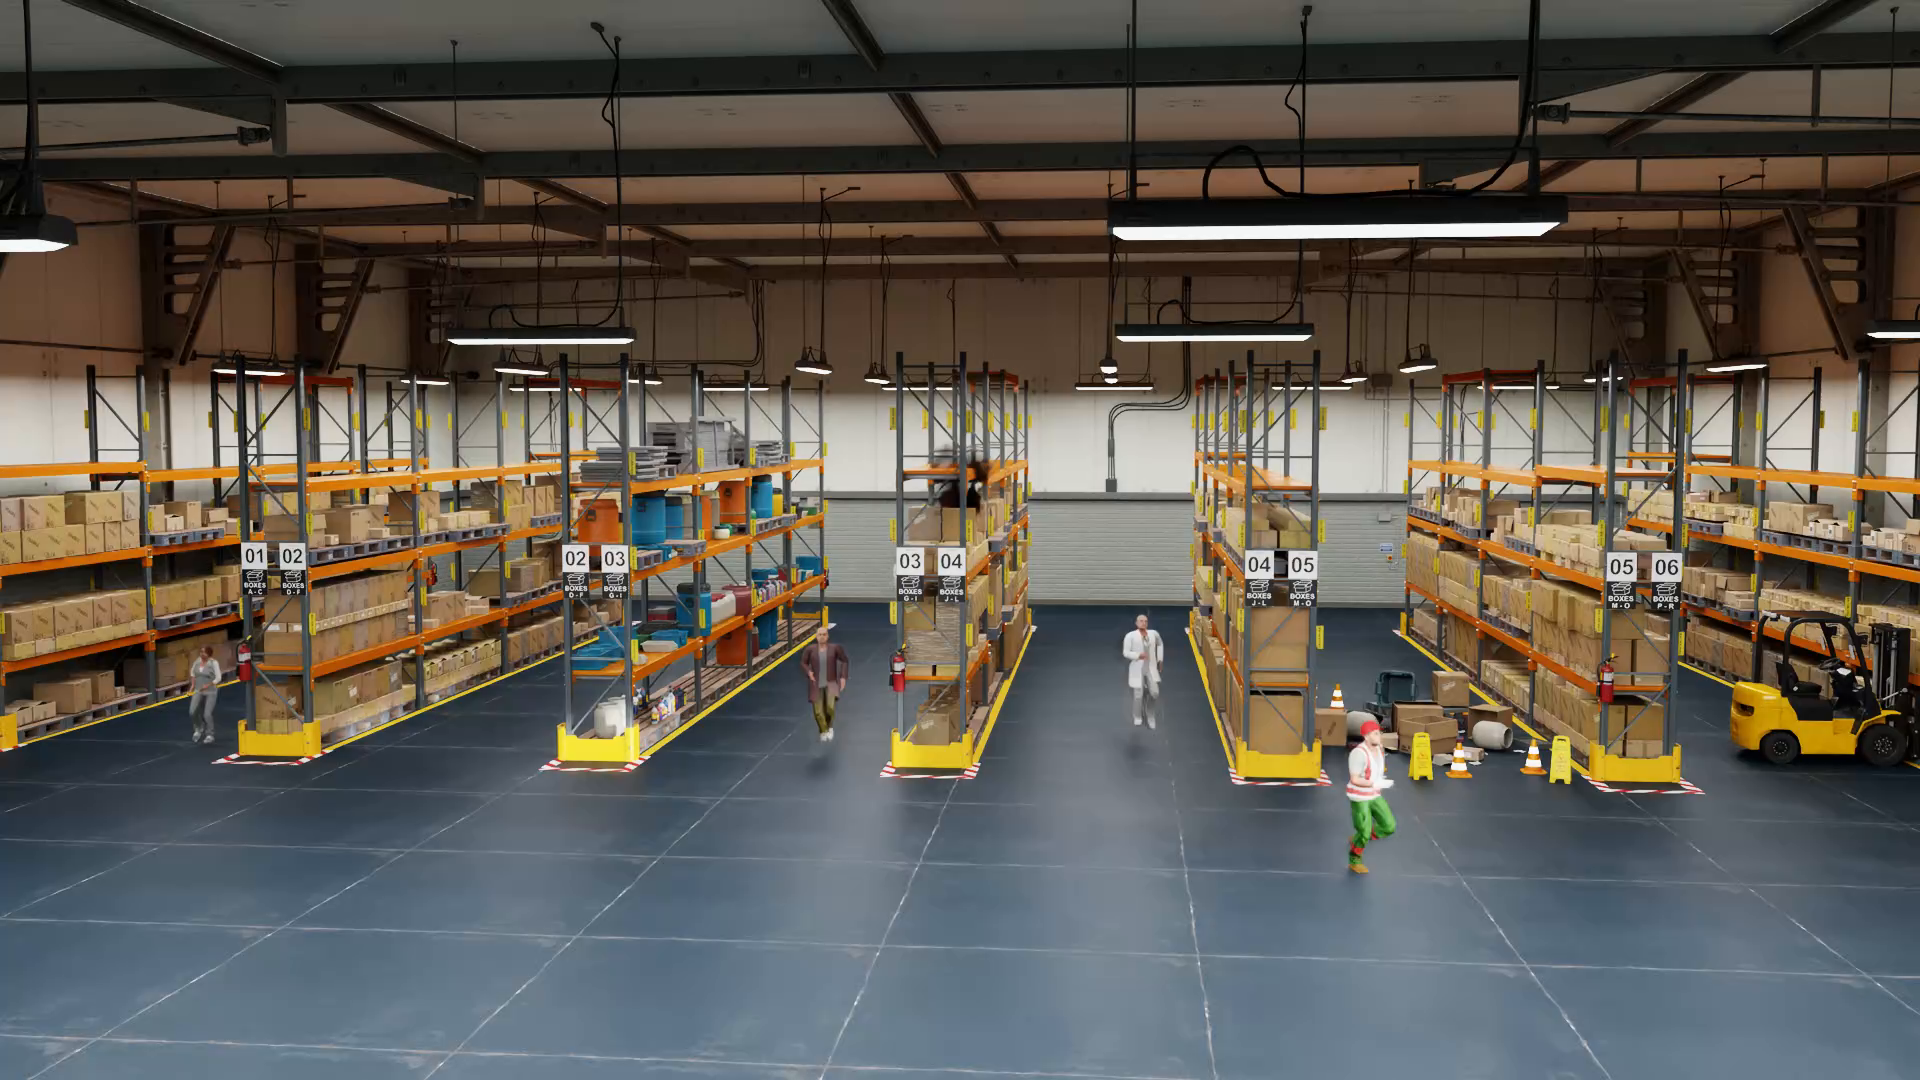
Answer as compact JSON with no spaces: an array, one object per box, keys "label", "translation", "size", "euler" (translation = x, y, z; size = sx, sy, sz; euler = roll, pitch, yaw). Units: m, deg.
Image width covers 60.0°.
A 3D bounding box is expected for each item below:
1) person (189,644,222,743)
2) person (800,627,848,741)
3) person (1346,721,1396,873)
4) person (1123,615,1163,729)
[{"label":"person","translation":[-11.720,2.389,25.788],"size":[0.553,1.563,0.613],"euler":[0,4,-1]},{"label":"person","translation":[-2.013,2.140,24.574],"size":[0.713,1.709,0.665],"euler":[0,4,-1]},{"label":"person","translation":[4.527,2.833,18.252],"size":[0.707,1.728,0.657],"euler":[-3,5,-41]},{"label":"person","translation":[2.865,2.057,25.764],"size":[0.706,1.793,0.714],"euler":[-1,4,-8]}]
